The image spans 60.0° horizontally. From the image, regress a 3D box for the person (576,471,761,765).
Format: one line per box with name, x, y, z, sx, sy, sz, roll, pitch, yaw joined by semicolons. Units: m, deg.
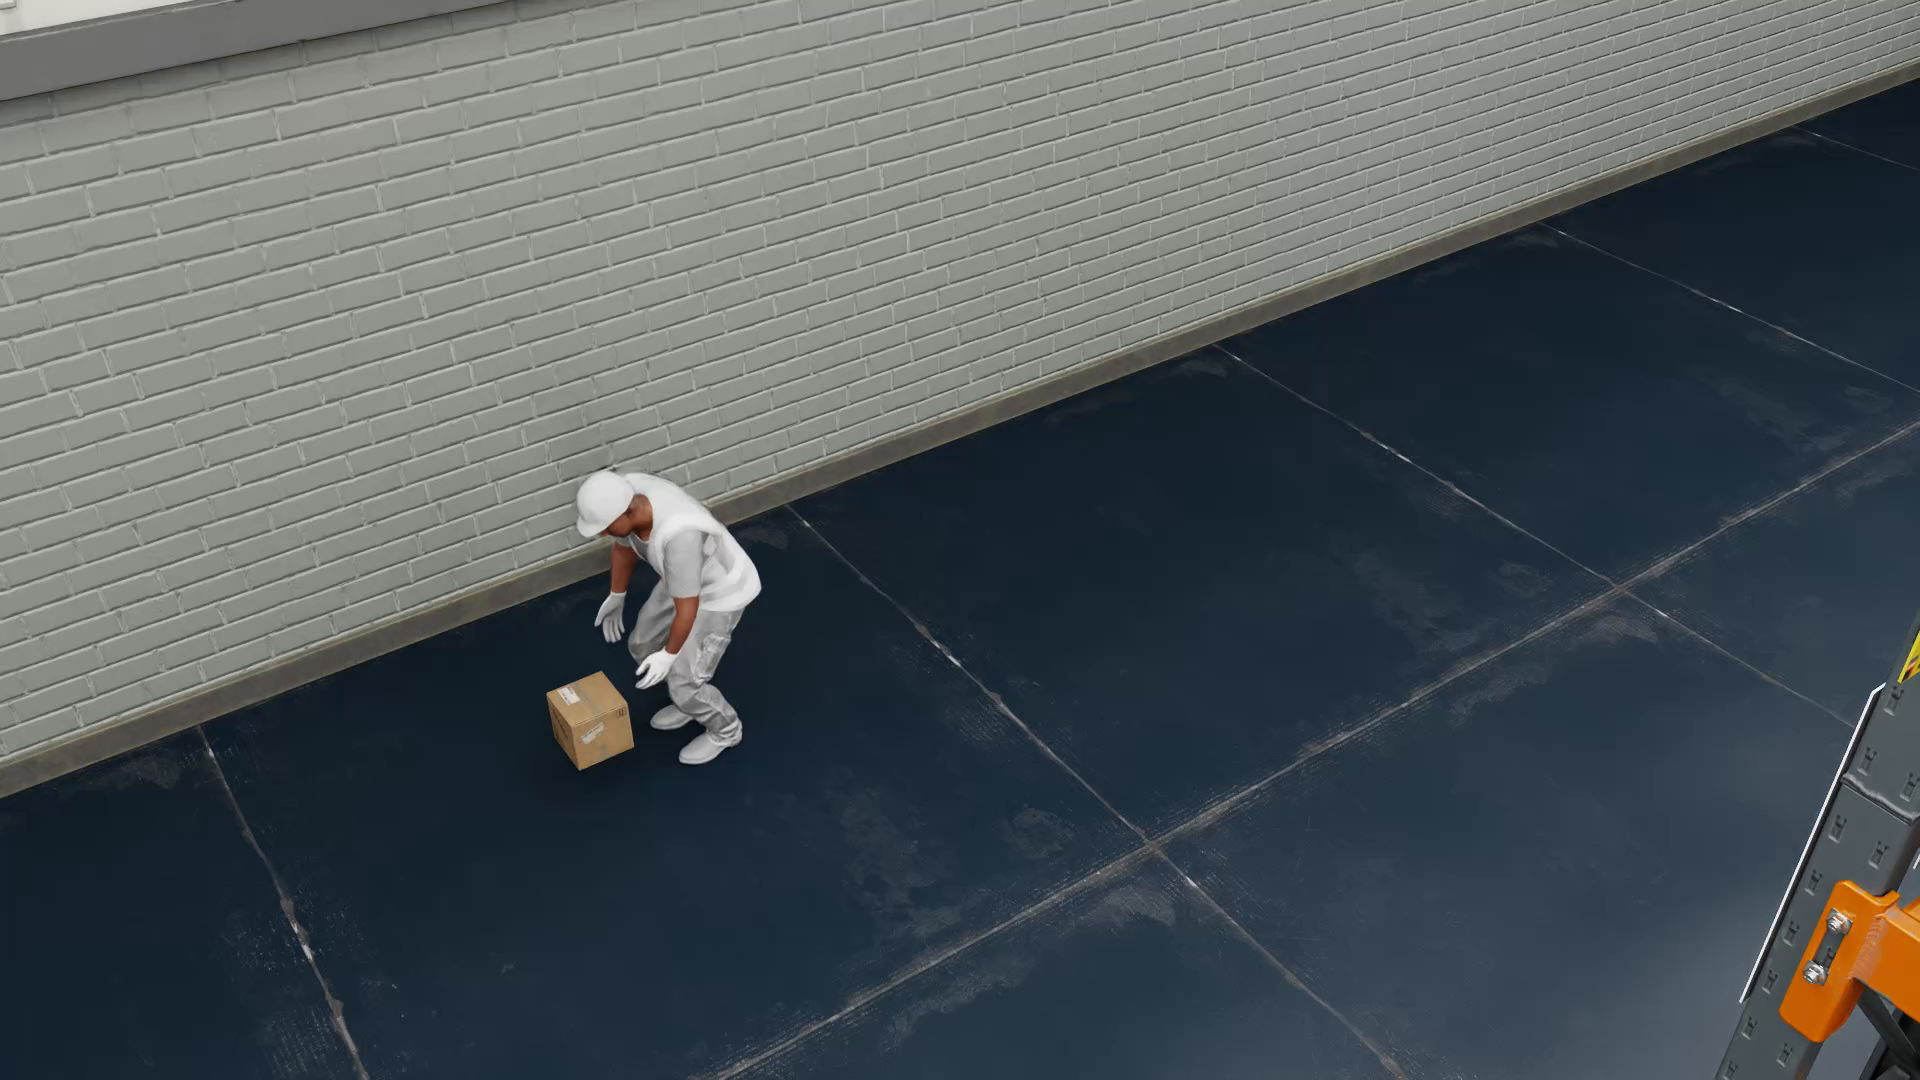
person;-1.164;0.279;6.845;0.717;1.498;0.610;-22;42;-27
